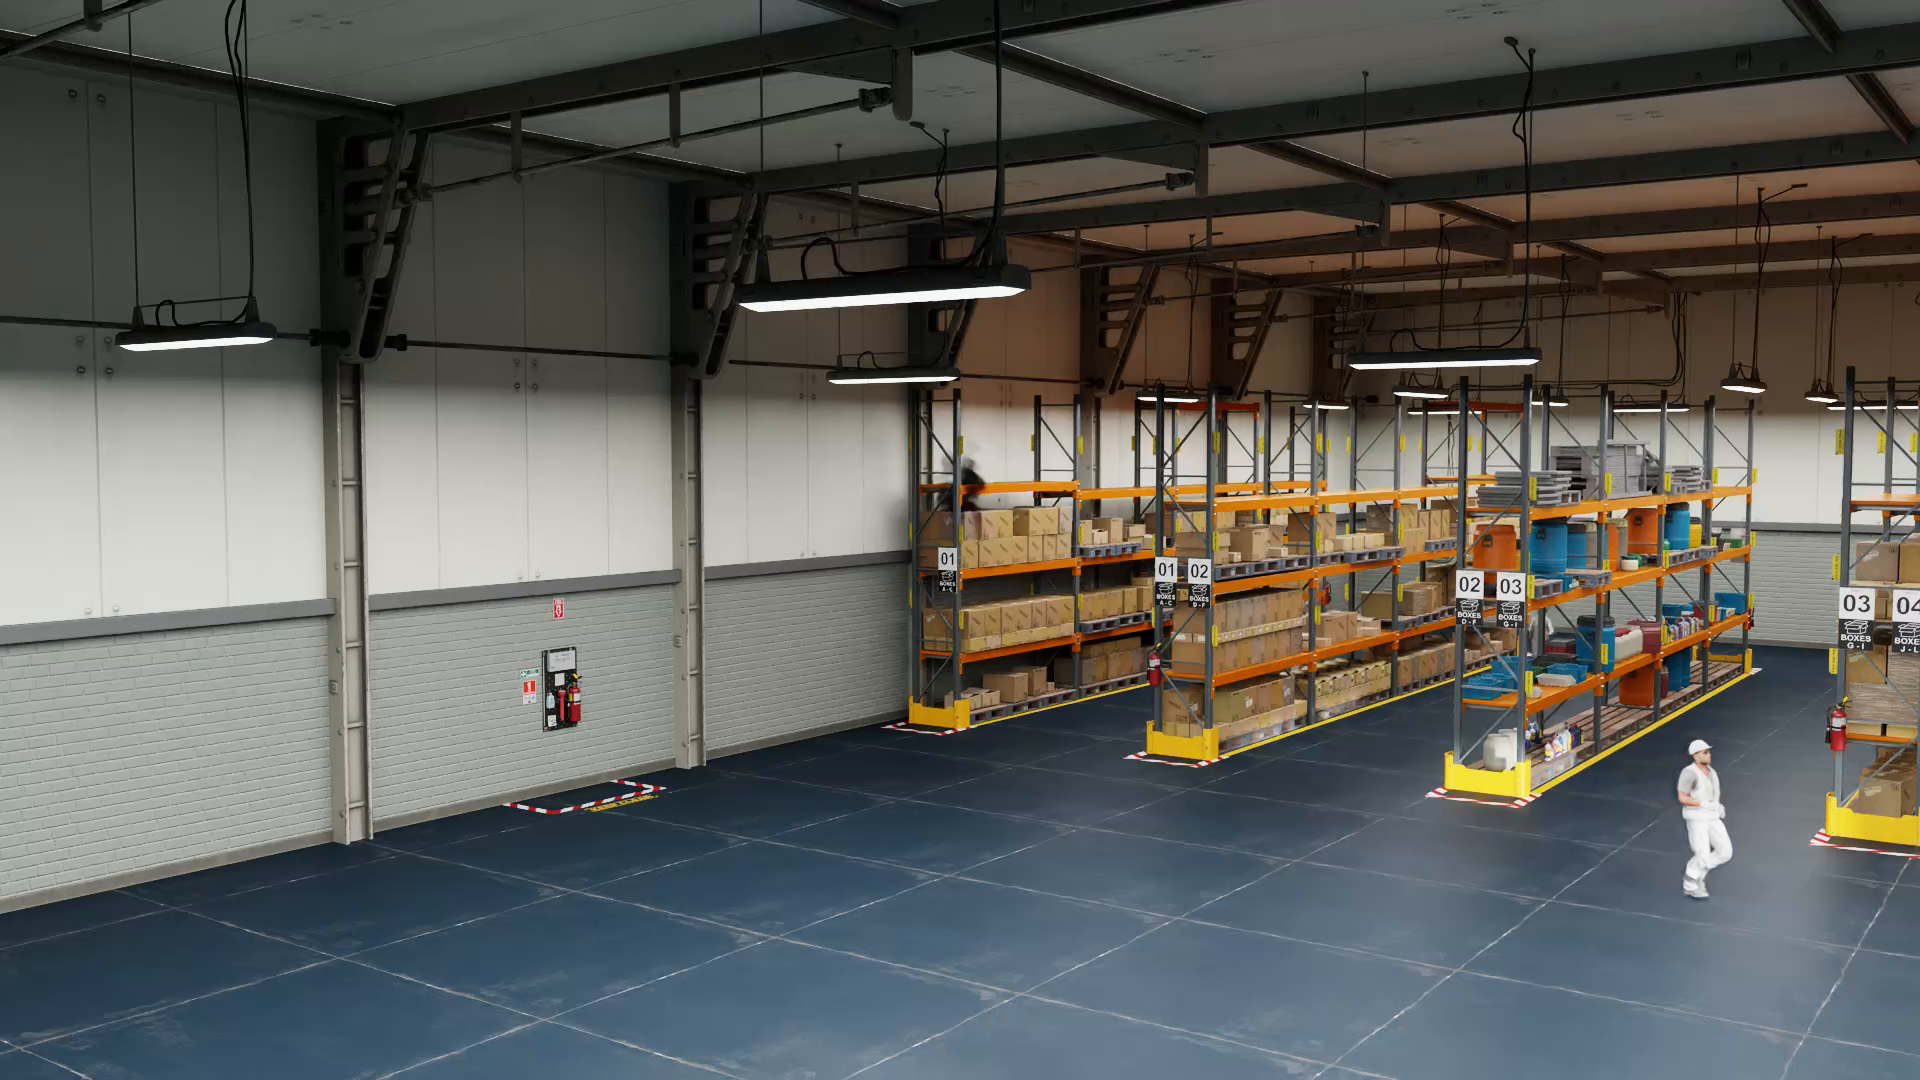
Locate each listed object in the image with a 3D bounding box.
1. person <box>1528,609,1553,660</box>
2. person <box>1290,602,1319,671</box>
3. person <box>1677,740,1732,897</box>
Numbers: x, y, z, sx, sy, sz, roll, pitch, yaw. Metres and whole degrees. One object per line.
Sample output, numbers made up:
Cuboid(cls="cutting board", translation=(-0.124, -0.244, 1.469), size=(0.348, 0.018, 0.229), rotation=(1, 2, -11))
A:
Cuboid(cls="person", translation=(12.444, 2.199, 35.685), size=(0.541, 1.535, 0.666), rotation=(2, 4, 30))
Cuboid(cls="person", translation=(7.156, 2.175, 34.719), size=(0.643, 1.782, 0.990), rotation=(3, 4, 38))
Cuboid(cls="person", translation=(8.212, 3.074, 18.261), size=(0.643, 1.741, 0.581), rotation=(-2, 4, -27))
